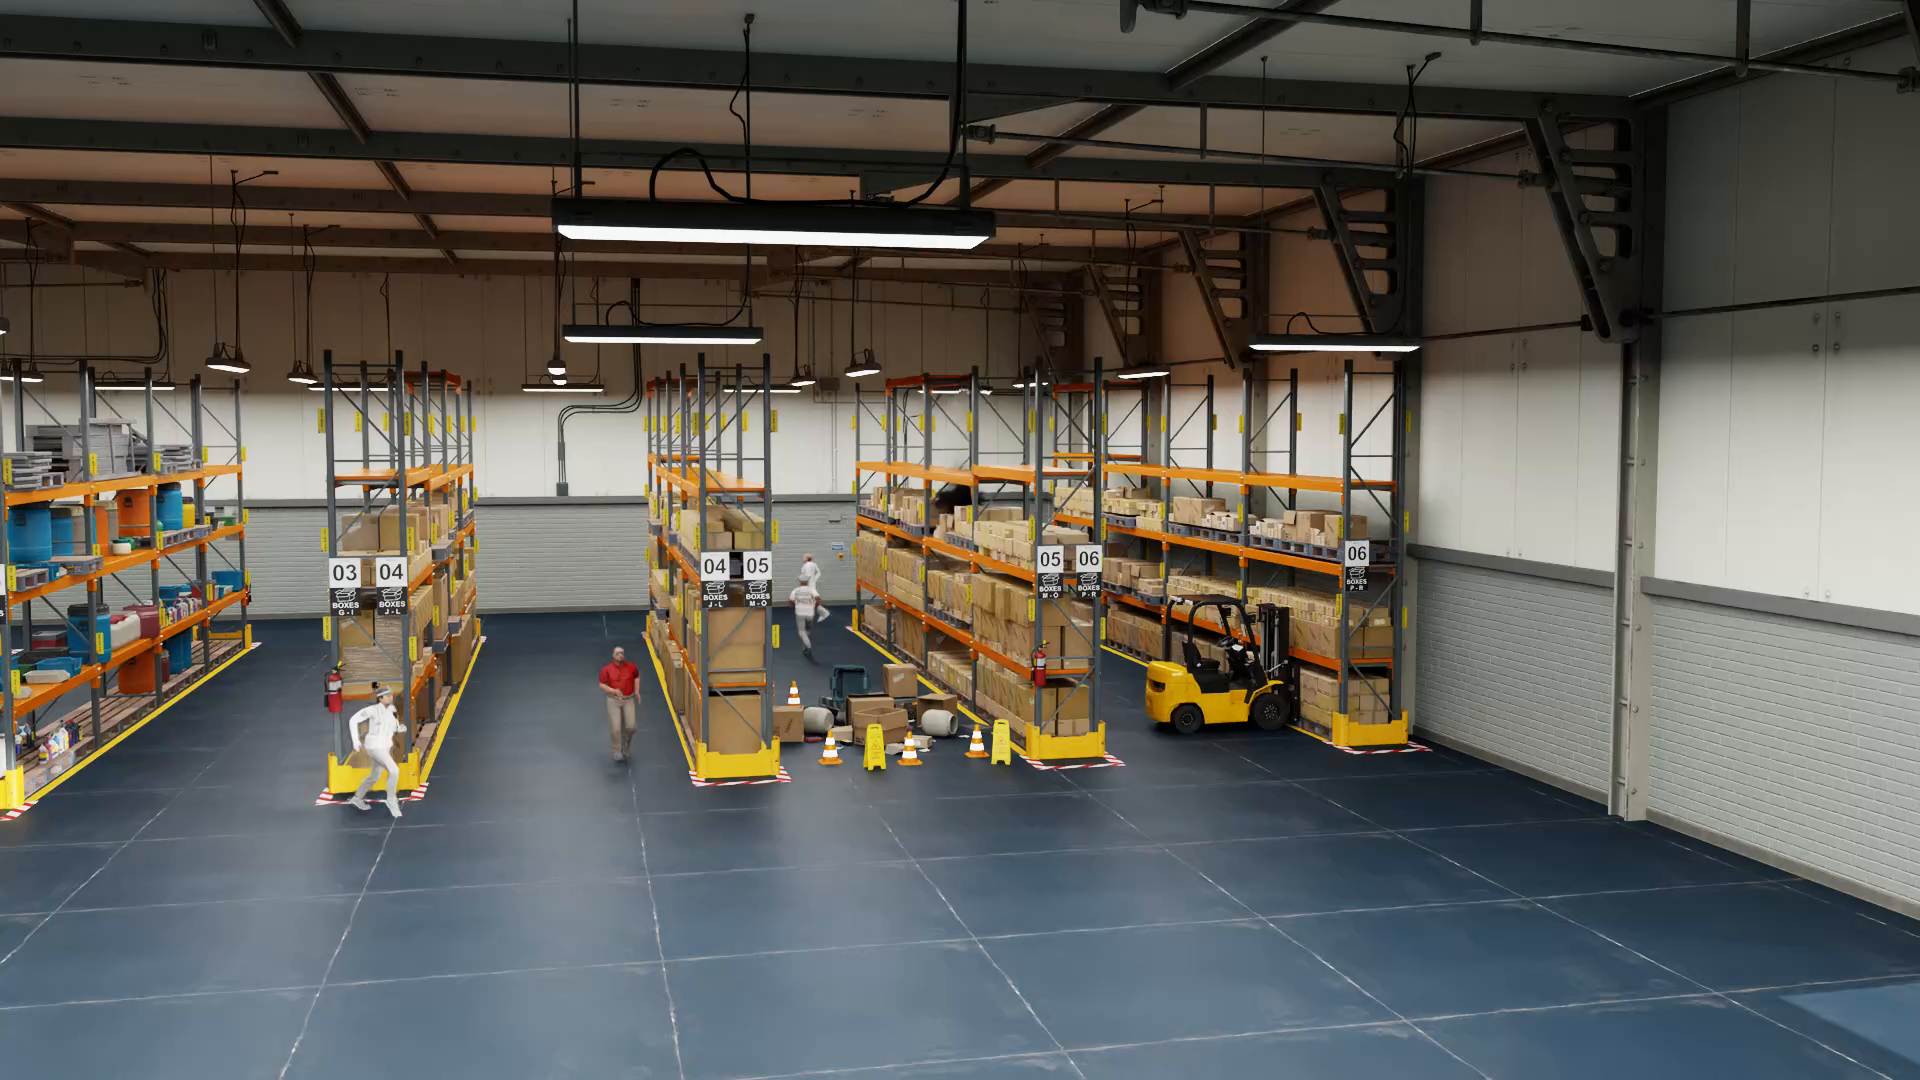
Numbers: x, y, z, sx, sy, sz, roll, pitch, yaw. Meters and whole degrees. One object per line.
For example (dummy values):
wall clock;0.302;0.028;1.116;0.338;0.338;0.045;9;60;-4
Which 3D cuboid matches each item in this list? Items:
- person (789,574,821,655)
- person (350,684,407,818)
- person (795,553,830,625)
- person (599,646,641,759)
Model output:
person;-3.348;1.652;35.637;0.625;1.829;1.082;-2;4;-22
person;-7.446;2.691;21.233;0.825;1.723;0.636;1;4;17
person;-3.680;1.241;41.426;0.910;1.821;0.695;0;4;6
person;-5.032;2.432;24.750;0.651;1.688;0.607;-2;4;-22
